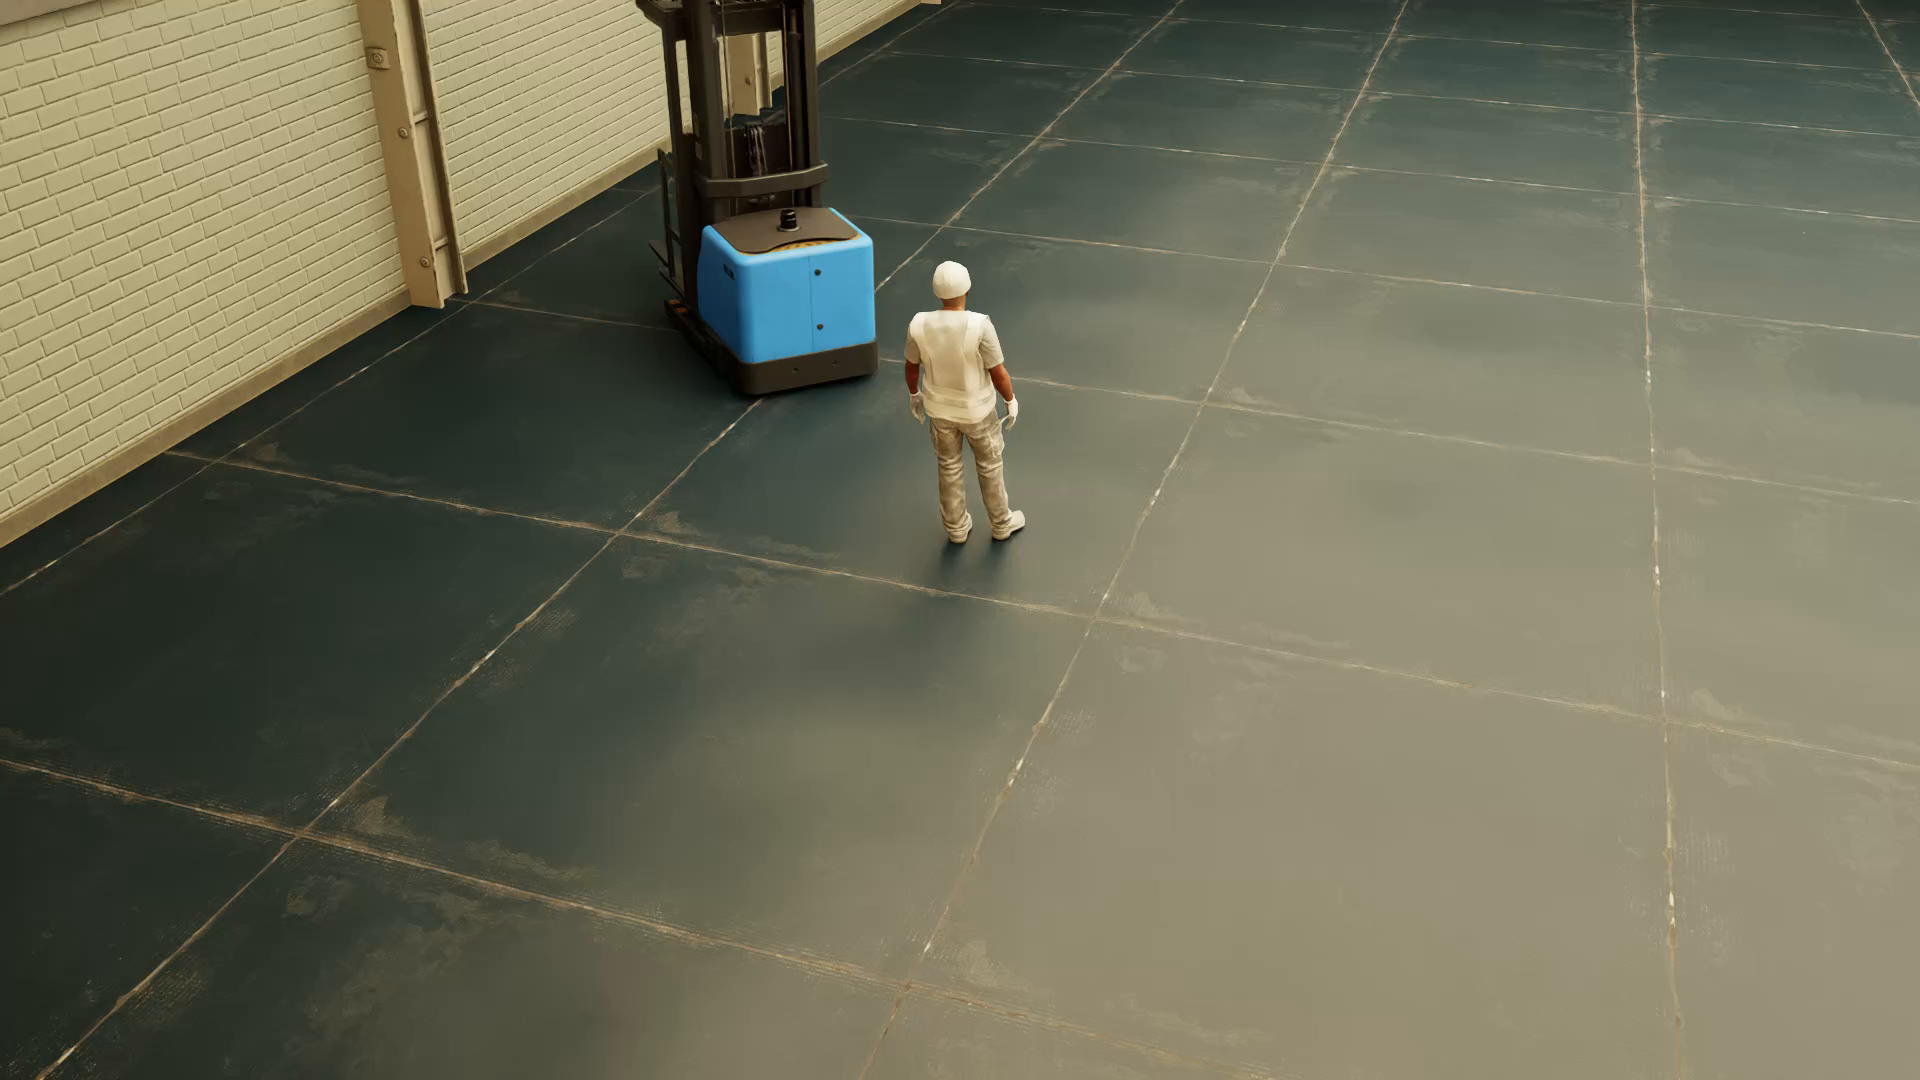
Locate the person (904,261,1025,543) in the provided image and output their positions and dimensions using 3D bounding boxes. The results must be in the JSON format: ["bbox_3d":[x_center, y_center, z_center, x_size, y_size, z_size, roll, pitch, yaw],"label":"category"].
[{"bbox_3d":[0.031,-0.813,9.709,0.656,1.784,0.575,10,31,16],"label":"person"}]

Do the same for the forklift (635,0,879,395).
[{"bbox_3d":[-1.684,-3.006,12.410,1.130,2.935,3.031,-13,32,-22],"label":"forklift"}]
